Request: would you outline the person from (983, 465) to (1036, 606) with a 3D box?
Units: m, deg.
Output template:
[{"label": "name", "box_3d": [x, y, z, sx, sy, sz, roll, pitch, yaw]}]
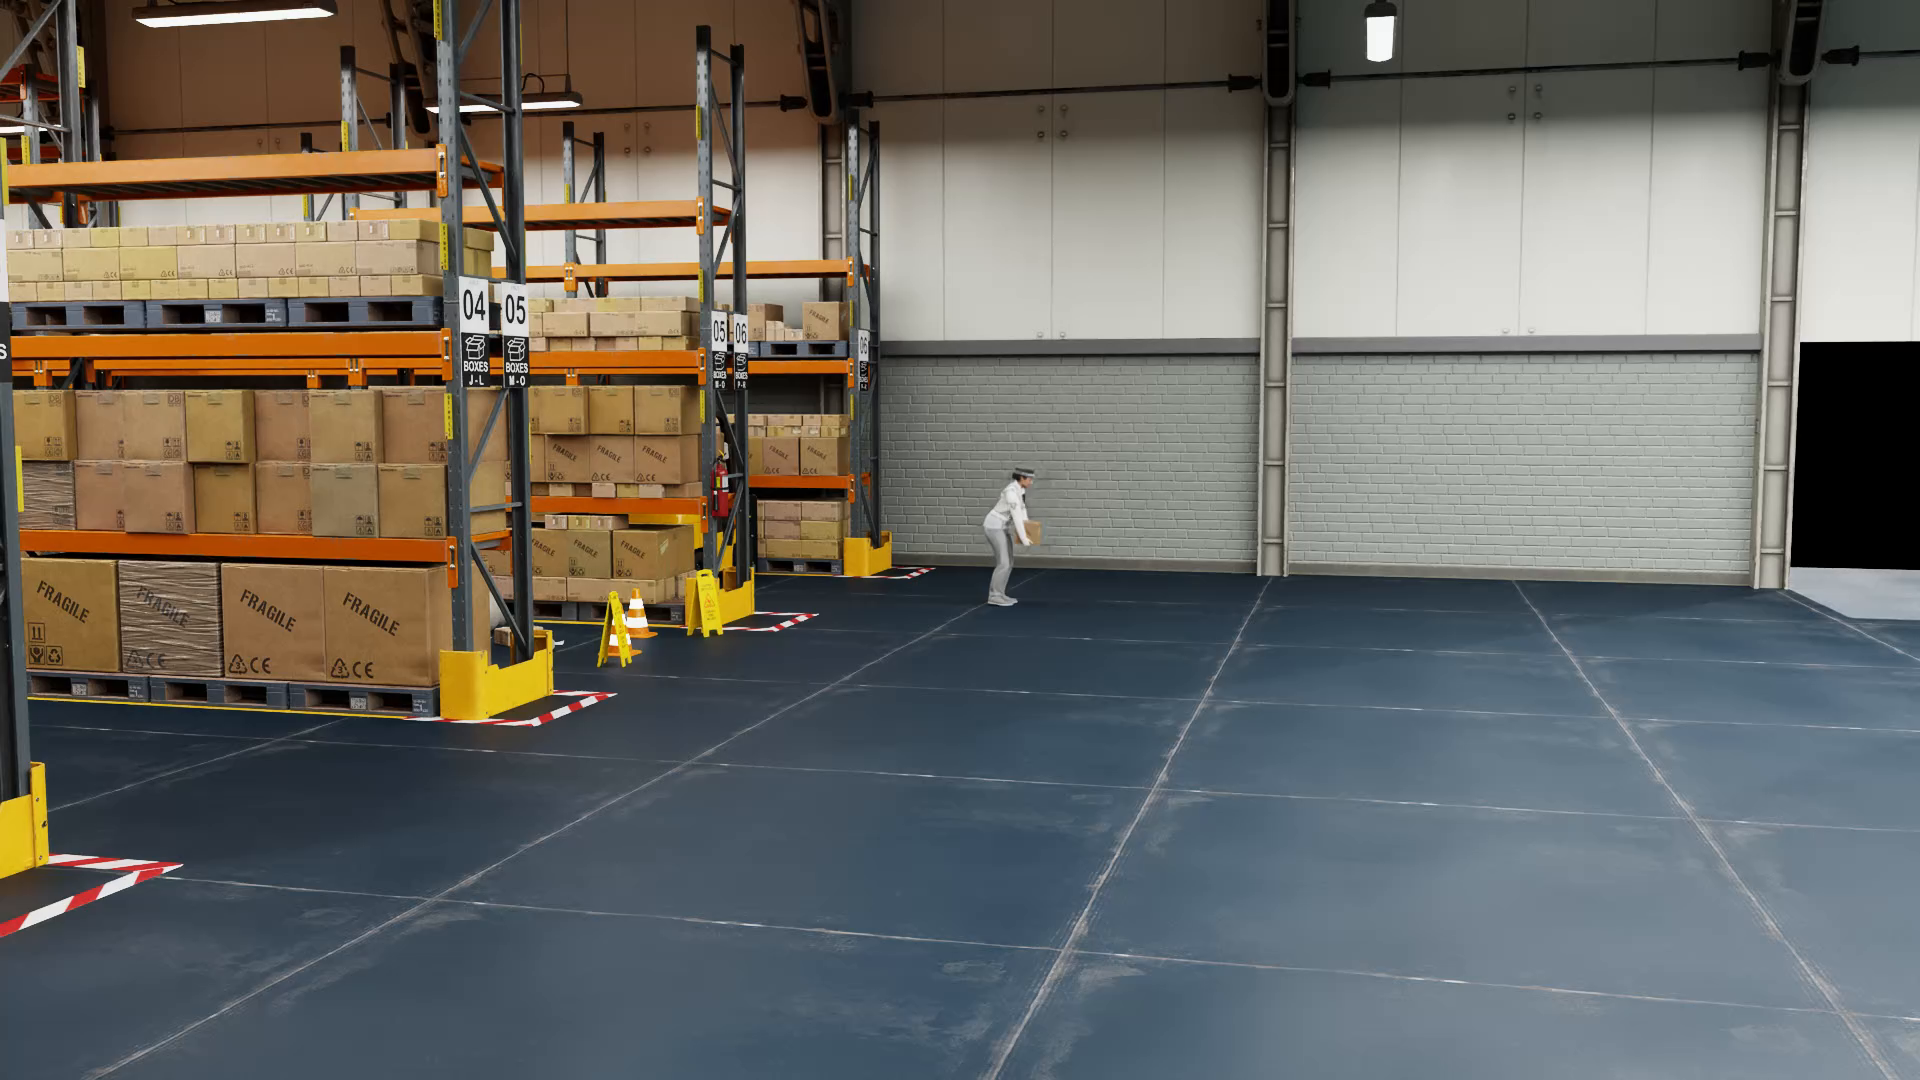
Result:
[{"label": "person", "box_3d": [0.562, -0.057, 18.718, 0.589, 1.584, 0.412, 1, 5, 12]}]
